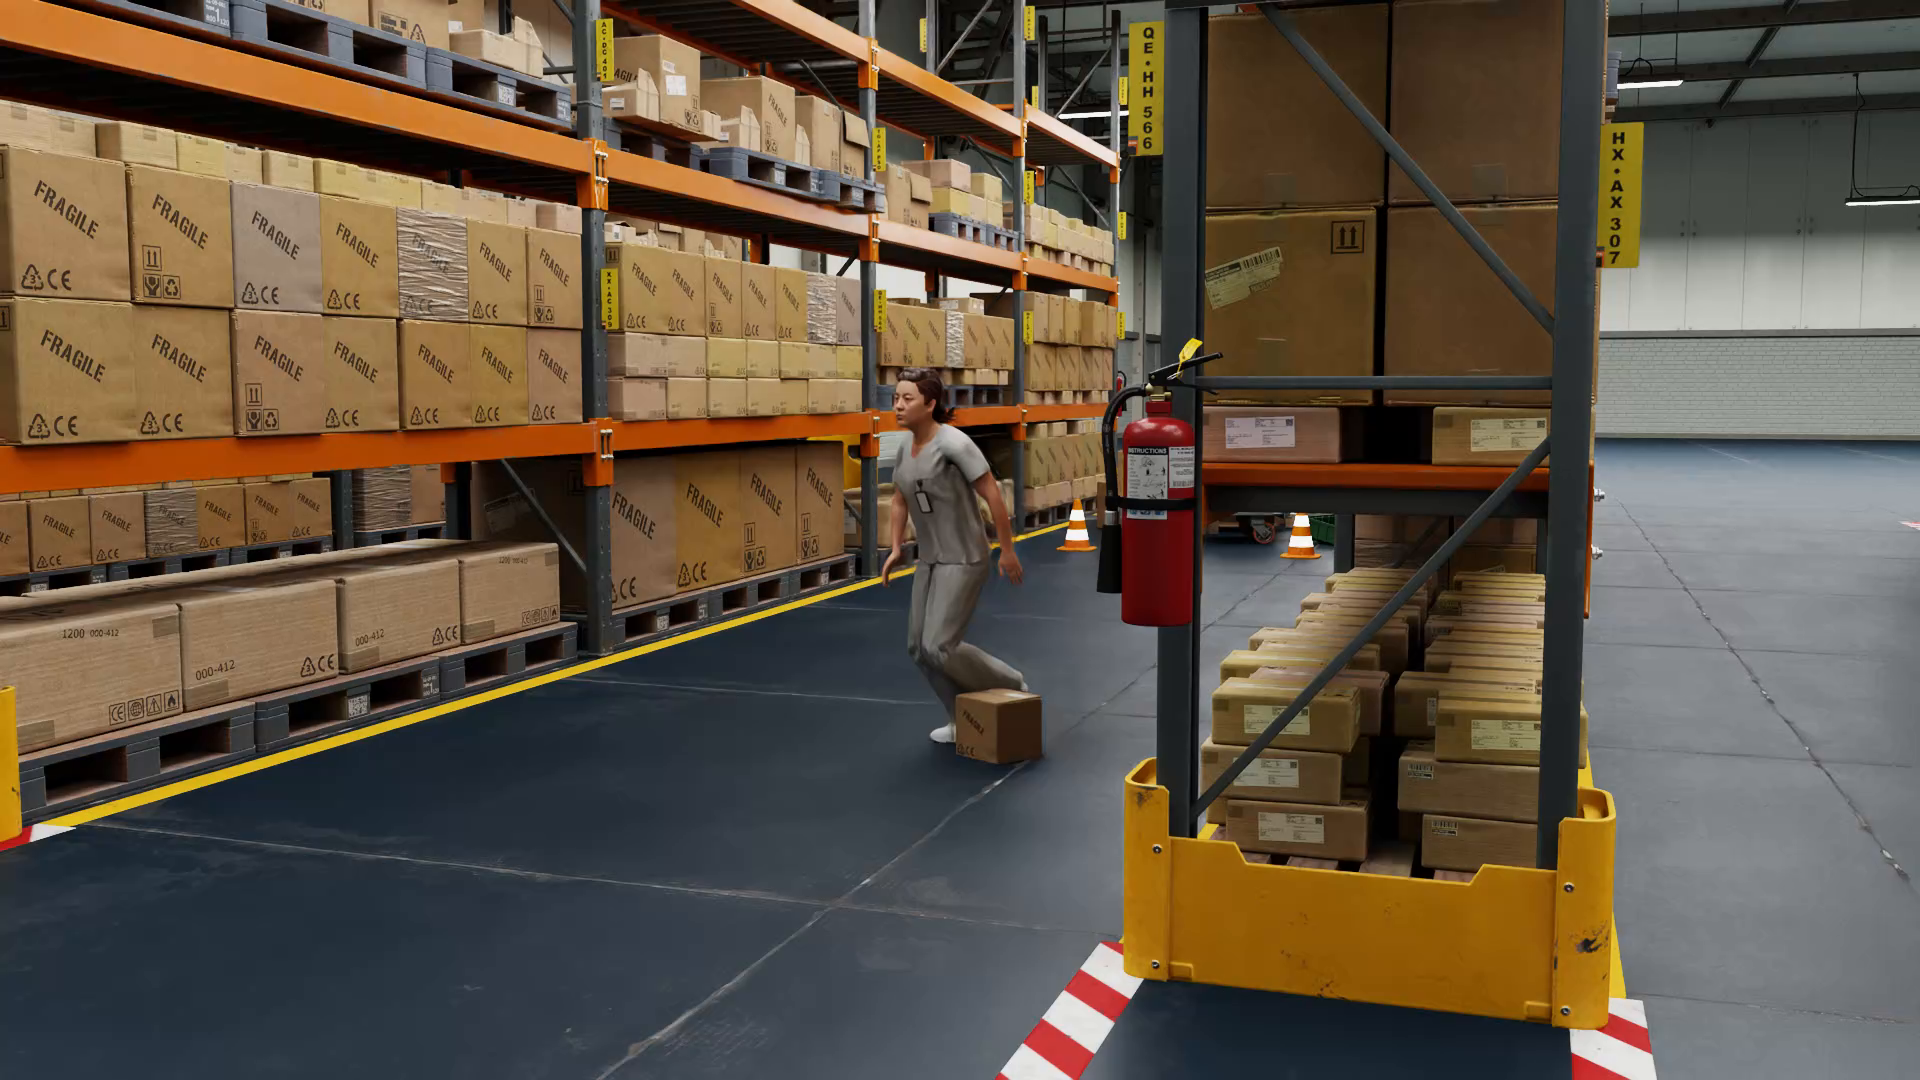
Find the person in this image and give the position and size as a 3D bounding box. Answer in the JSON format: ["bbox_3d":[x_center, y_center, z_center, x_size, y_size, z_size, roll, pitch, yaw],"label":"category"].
[{"bbox_3d":[0.003,0.079,6.902,0.622,1.579,0.585,-3,6,-30],"label":"person"}]
